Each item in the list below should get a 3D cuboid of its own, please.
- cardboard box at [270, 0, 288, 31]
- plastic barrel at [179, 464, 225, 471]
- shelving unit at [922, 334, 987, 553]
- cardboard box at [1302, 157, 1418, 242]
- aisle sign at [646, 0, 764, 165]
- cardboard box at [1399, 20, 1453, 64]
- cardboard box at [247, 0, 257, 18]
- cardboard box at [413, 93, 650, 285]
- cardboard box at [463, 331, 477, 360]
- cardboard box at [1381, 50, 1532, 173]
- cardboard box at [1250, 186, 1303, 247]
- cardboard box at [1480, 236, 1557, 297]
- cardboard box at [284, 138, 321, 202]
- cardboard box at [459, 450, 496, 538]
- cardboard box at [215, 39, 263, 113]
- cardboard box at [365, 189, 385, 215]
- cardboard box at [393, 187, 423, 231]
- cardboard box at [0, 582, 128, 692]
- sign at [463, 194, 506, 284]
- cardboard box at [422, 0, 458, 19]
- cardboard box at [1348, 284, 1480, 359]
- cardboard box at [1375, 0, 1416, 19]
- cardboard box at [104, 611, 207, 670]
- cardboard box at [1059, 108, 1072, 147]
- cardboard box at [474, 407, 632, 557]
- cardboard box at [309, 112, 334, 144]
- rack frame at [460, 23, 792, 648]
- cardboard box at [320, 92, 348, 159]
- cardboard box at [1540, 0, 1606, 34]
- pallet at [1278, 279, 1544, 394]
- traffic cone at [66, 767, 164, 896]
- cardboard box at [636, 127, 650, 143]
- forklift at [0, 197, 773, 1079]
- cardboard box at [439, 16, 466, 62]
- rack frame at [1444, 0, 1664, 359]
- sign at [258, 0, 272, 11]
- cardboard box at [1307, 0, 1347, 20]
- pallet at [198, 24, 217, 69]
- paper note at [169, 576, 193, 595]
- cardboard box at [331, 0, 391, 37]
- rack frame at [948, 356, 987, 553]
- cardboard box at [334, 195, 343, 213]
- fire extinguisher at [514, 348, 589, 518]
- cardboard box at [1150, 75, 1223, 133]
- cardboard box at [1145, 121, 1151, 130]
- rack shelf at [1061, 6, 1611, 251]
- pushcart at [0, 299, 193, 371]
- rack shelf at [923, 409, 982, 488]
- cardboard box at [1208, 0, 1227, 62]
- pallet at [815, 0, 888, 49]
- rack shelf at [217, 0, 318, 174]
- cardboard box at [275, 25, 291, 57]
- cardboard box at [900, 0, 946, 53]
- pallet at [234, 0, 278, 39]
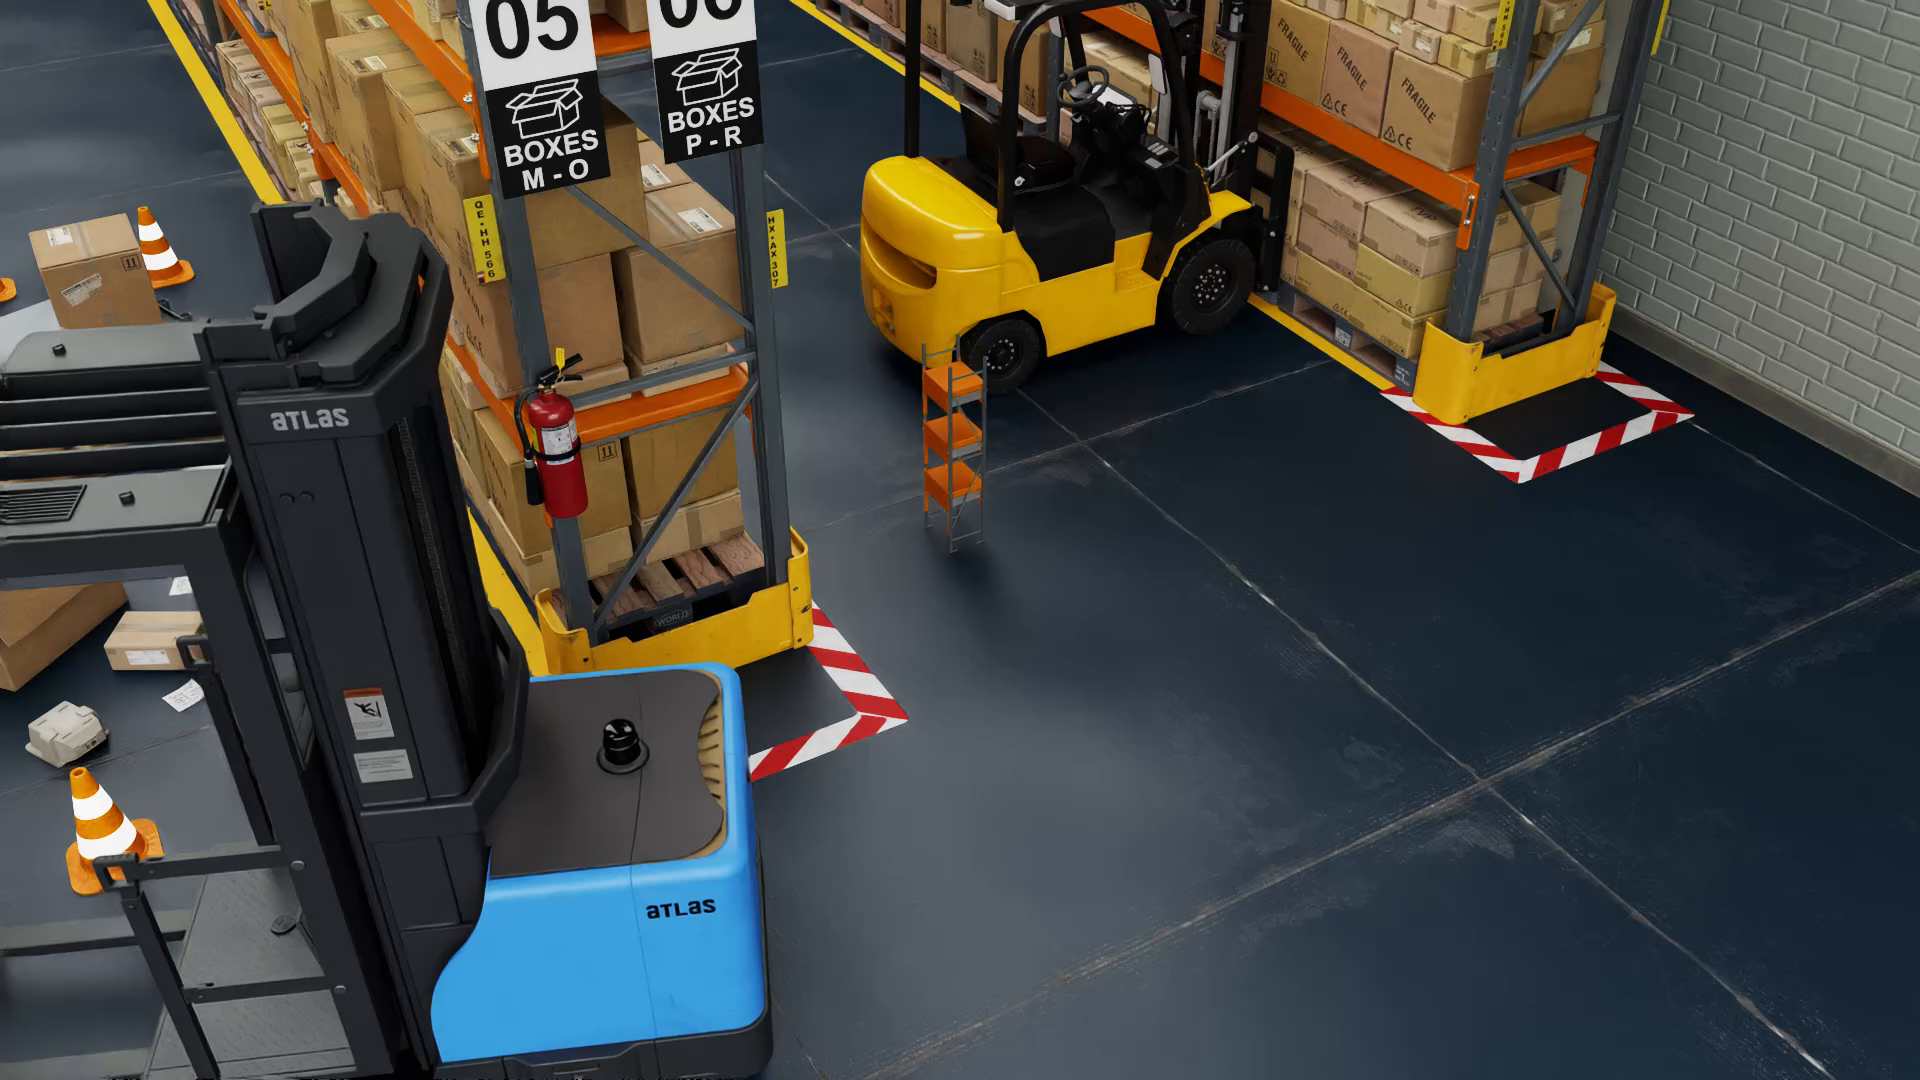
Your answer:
[{"bbox_3d":[-3.177,-2.943,8.552,0.700,0.500,0.500,-19,40,-24],"label":"cardboard box"},{"bbox_3d":[-3.547,-0.192,8.154,0.512,0.421,0.421,6,37,8],"label":"plastic barrel"},{"bbox_3d":[-0.027,-0.451,7.978,0.215,1.050,0.252,-19,40,-24],"label":"shelving unit"},{"bbox_3d":[2.327,-1.965,9.524,0.500,0.250,0.500,-18,40,-23],"label":"cardboard box"},{"bbox_3d":[-0.901,-1.738,5.882,0.394,0.787,0.004,-19,40,-24],"label":"aisle sign"},{"bbox_3d":[2.519,-2.618,8.657,0.380,0.149,0.250,-18,40,-23],"label":"cardboard box"},{"bbox_3d":[-4.116,-3.306,10.090,0.380,0.149,0.250,-19,40,-24],"label":"cardboard box"},{"bbox_3d":[-1.646,-1.388,6.422,0.700,0.500,0.500,-20,41,-25],"label":"cardboard box"},{"bbox_3d":[-1.907,-0.887,7.134,0.380,0.149,0.250,-20,40,-25],"label":"cardboard box"},{"bbox_3d":[2.615,-2.314,8.790,0.500,0.500,0.500,-20,41,-25],"label":"cardboard box"},{"bbox_3d":[2.054,-2.033,10.042,0.500,0.250,0.500,-20,41,-25],"label":"cardboard box"},{"bbox_3d":[3.033,-1.663,9.535,0.500,0.250,0.500,-18,40,-23],"label":"cardboard box"},{"bbox_3d":[-3.840,-2.408,10.876,0.950,0.372,0.625,-16,39,-21],"label":"cardboard box"},{"bbox_3d":[-2.093,-0.286,8.074,0.500,0.250,0.500,-19,40,-24],"label":"cardboard box"},{"bbox_3d":[-4.945,-3.525,12.405,0.950,0.372,0.625,-22,41,-27],"label":"cardboard box"},{"bbox_3d":[-2.695,-1.655,8.186,0.380,0.149,0.250,-19,40,-24],"label":"cardboard box"},{"bbox_3d":[-2.207,-1.496,7.419,0.500,0.500,0.500,-19,40,-24],"label":"cardboard box"},{"bbox_3d":[-4.272,0.235,7.502,0.637,0.503,0.797,12,38,16],"label":"cardboard box"},{"bbox_3d":[-1.690,-1.069,5.920,0.100,0.325,0.005,-19,40,-24],"label":"sign"},{"bbox_3d":[-1.691,-2.080,5.886,0.500,0.250,0.500,-19,40,-24],"label":"cardboard box"},{"bbox_3d":[2.580,-1.306,9.470,0.500,0.250,0.500,-19,40,-24],"label":"cardboard box"},{"bbox_3d":[2.422,-2.885,8.770,0.380,0.149,0.250,-18,40,-23],"label":"cardboard box"},{"bbox_3d":[-3.605,0.454,7.502,0.380,0.149,0.250,0,36,0],"label":"cardboard box"},{"bbox_3d":[1.037,-2.855,11.591,0.500,0.250,0.500,-18,40,-23],"label":"cardboard box"},{"bbox_3d":[-1.828,-0.321,7.486,0.500,0.500,0.500,-19,40,-24],"label":"cardboard box"},{"bbox_3d":[-3.329,-2.311,9.083,0.380,0.149,0.250,-19,40,-24],"label":"cardboard box"},{"bbox_3d":[-1.201,-0.628,6.566,1.000,3.000,0.127,-19,40,-24],"label":"rack frame"},{"bbox_3d":[-2.958,-2.272,8.481,0.500,0.500,0.500,-19,40,-24],"label":"cardboard box"},{"bbox_3d":[3.105,-2.758,8.595,0.380,0.149,0.250,-20,41,-25],"label":"cardboard box"},{"bbox_3d":[2.669,-1.352,9.922,1.003,0.211,1.213,-19,40,-24],"label":"pallet"},{"bbox_3d":[-3.321,1.062,6.404,0.336,0.463,0.334,-19,40,-24],"label":"traffic cone"},{"bbox_3d":[-1.719,-1.635,7.608,0.500,0.500,0.500,-20,41,-25],"label":"cardboard box"},{"bbox_3d":[-2.202,0.503,5.077,3.031,2.935,1.130,-5,36,-6],"label":"forklift"},{"bbox_3d":[-1.622,-1.837,5.891,0.380,0.149,0.250,-19,40,-24],"label":"cardboard box"},{"bbox_3d":[3.089,-2.101,8.583,1.000,3.000,0.127,-19,40,-24],"label":"rack frame"},{"bbox_3d":[-3.688,-2.969,8.790,0.100,0.325,0.005,-19,40,-24],"label":"sign"},{"bbox_3d":[2.152,-3.021,9.208,0.380,0.149,0.250,-20,41,-25],"label":"cardboard box"},{"bbox_3d":[-5.551,-4.006,13.556,1.003,0.211,1.213,-19,40,-24],"label":"pallet"},{"bbox_3d":[-3.694,0.206,7.952,0.148,0.019,0.142,-6,37,-8],"label":"paper note"},{"bbox_3d":[-2.369,-2.173,7.498,0.700,0.500,0.500,-19,40,-24],"label":"cardboard box"},{"bbox_3d":[0.034,-0.389,7.893,0.200,1.050,0.008,-19,40,-24],"label":"rack frame"},{"bbox_3d":[-3.147,-1.649,9.304,0.500,0.500,0.500,-17,39,-22],"label":"cardboard box"},{"bbox_3d":[-1.541,-0.402,6.322,0.296,0.674,0.183,-19,40,-24],"label":"fire extinguisher"},{"bbox_3d":[1.560,-2.750,10.599,0.500,0.250,0.500,-18,40,-22],"label":"cardboard box"},{"bbox_3d":[1.311,-2.807,11.102,0.500,0.250,0.500,-19,40,-24],"label":"cardboard box"},{"bbox_3d":[2.085,-2.830,10.191,1.077,0.370,4.000,-19,40,-24],"label":"rack shelf"},{"bbox_3d":[-5.156,-0.908,9.173,0.936,0.377,1.648,26,44,31],"label":"pushcart"},{"bbox_3d":[-0.027,-0.443,7.984,0.215,0.259,0.240,-19,40,-24],"label":"rack shelf"},{"bbox_3d":[1.843,-3.096,9.861,0.500,0.500,0.500,-19,40,-24],"label":"cardboard box"},{"bbox_3d":[-0.550,-4.623,14.400,1.003,0.211,1.213,-19,40,-24],"label":"pallet"},{"bbox_3d":[-4.215,-3.397,10.968,1.077,0.370,4.000,-19,40,-24],"label":"rack shelf"},{"bbox_3d":[-3.707,-2.916,9.557,0.380,0.149,0.250,-18,40,-23],"label":"cardboard box"},{"bbox_3d":[0.045,-4.395,13.381,0.875,0.625,0.625,-21,41,-26],"label":"cardboard box"},{"bbox_3d":[-4.190,-3.633,10.843,1.003,0.211,1.213,-19,40,-24],"label":"pallet"}]
